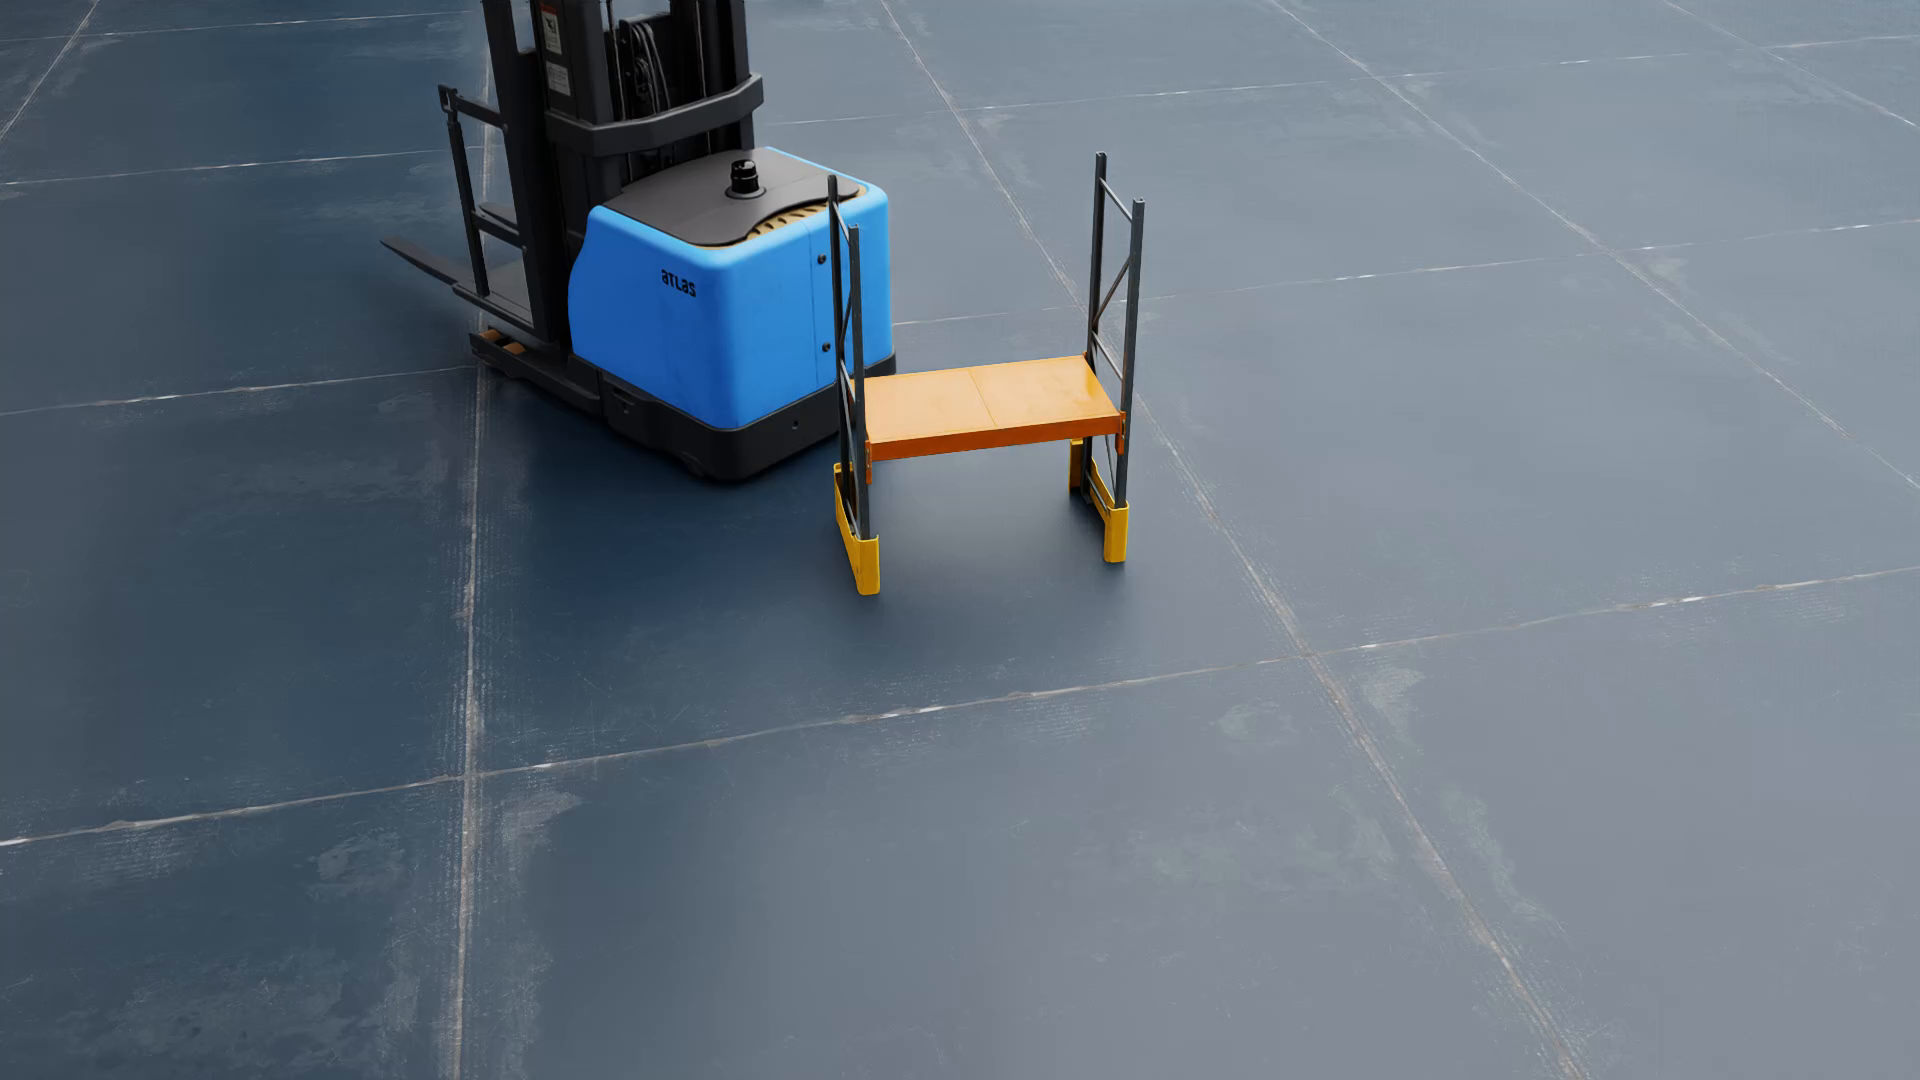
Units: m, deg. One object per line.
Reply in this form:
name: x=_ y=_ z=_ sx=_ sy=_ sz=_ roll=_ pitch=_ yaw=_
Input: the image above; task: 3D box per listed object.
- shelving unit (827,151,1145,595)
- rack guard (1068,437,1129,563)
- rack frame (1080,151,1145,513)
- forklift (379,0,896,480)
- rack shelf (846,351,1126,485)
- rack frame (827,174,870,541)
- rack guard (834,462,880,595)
shelving unit: x=0.074 y=-0.632 z=6.346 sx=1.083 sy=1.500 sz=0.587 roll=-7 pitch=35 yaw=-11
rack guard: x=0.560 y=-0.174 z=6.786 sx=0.087 sy=0.250 sz=0.587 roll=-7 pitch=35 yaw=-11
rack frame: x=0.579 y=-0.696 z=6.441 sx=0.032 sy=1.500 sz=0.500 roll=-7 pitch=35 yaw=-11
forklift: x=-1.710 y=-2.173 z=7.358 sx=3.031 sy=2.935 sz=1.130 roll=27 pitch=43 yaw=35
rack shelf: x=0.083 y=-0.484 z=6.448 sx=1.000 sy=0.185 sz=0.538 roll=-7 pitch=35 yaw=-11
rack frame: x=-0.413 y=-0.571 z=6.255 sx=0.032 sy=1.500 sz=0.500 roll=-7 pitch=35 yaw=-11
rack guard: x=-0.411 y=-0.052 z=6.603 sx=0.087 sy=0.250 sz=0.587 roll=-7 pitch=35 yaw=-11
